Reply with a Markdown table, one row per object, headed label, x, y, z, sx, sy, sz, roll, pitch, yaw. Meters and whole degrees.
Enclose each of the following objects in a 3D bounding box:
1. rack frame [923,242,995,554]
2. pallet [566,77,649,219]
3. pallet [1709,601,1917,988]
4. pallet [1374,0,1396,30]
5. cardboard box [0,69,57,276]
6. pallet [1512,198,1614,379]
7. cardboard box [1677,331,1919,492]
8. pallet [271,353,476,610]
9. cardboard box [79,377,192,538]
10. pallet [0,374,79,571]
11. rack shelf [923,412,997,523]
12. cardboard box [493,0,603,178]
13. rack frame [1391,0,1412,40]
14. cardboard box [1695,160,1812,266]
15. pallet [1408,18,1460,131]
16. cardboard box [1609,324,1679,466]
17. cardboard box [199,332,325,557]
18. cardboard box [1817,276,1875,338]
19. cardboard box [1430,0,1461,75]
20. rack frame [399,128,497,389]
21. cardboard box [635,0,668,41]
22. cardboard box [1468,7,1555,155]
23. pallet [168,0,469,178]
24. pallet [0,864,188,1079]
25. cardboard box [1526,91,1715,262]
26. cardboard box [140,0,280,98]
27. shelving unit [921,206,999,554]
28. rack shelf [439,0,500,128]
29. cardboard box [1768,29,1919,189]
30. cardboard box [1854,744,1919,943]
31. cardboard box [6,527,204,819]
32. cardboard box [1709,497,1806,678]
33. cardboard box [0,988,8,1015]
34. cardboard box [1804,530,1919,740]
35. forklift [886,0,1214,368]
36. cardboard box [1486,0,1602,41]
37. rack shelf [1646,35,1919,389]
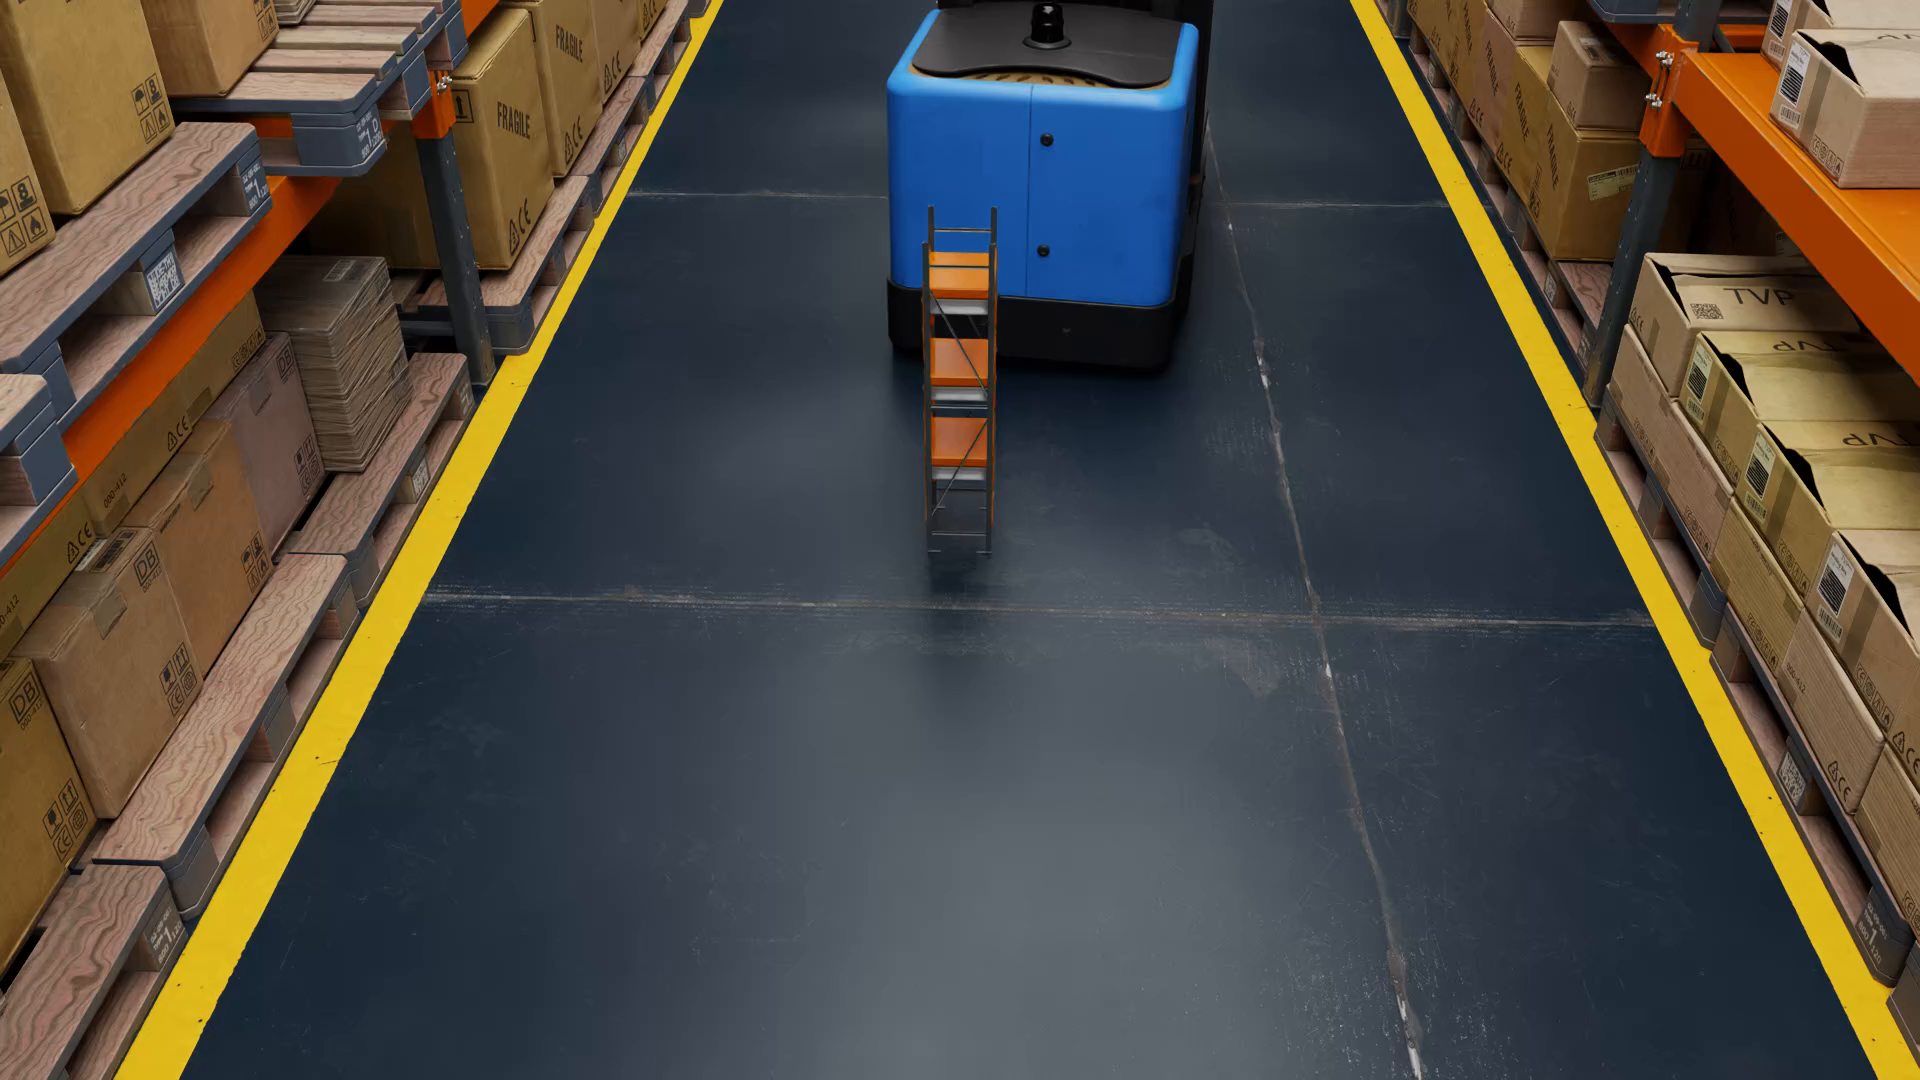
| label | x | y | z | sx | sy | sz | roll | pitch | yaw |
| --- | --- | --- | --- | --- | --- | --- | --- | --- | --- |
| rack frame | -0.003 | -0.390 | 4.892 | 0.200 | 1.050 | 0.008 | 1 | 35 | 2 |
| pallet | -2.051 | -1.832 | 7.674 | 1.003 | 0.211 | 1.213 | 1 | 35 | 2 |
| pallet | 2.616 | 0.601 | 4.211 | 1.003 | 0.211 | 1.213 | 1 | 35 | 2 |
| pallet | 2.929 | -3.262 | 9.709 | 1.003 | 0.211 | 1.213 | 1 | 35 | 2 |
| cardboard box | -2.291 | -0.737 | 3.221 | 0.700 | 0.500 | 0.500 | 6 | 36 | 8 |
| pallet | 2.808 | -0.998 | 6.486 | 1.003 | 0.211 | 1.213 | 1 | 35 | 2 |
| cardboard box | 2.413 | -0.391 | 4.736 | 0.500 | 0.311 | 0.500 | 1 | 35 | 1 |
| pallet | -2.243 | -0.233 | 5.398 | 1.003 | 0.211 | 1.213 | 1 | 35 | 2 |
| cardboard box | -2.288 | -0.251 | 4.137 | 0.500 | 0.250 | 0.500 | 1 | 35 | 2 |
| pallet | -2.194 | 0.118 | 2.640 | 1.003 | 0.211 | 1.213 | 1 | 35 | 2 |
| rack shelf | 0.002 | -0.224 | 5.158 | 0.215 | 0.259 | 0.240 | 1 | 35 | 2 |
| cardboard box | -2.008 | -2.038 | 7.045 | 0.750 | 0.750 | 0.750 | 1 | 35 | 2 |
| rack frame | 2.901 | -4.009 | 8.345 | 1.000 | 3.000 | 0.127 | 1 | 35 | 2 |
| cardboard box | 3.044 | -1.123 | 6.030 | 0.500 | 0.500 | 0.500 | 3 | 35 | 4 |
| pallet | 2.906 | -2.400 | 8.481 | 1.003 | 0.211 | 1.213 | 1 | 35 | 2 |
| cardboard box | 2.426 | -0.463 | 5.327 | 0.500 | 0.250 | 0.500 | 1 | 35 | 2 |
| cardboard box | -2.324 | -0.272 | 4.820 | 0.700 | 0.500 | 0.500 | 1 | 35 | 2 |
| cardboard box | 2.965 | -0.680 | 5.148 | 0.500 | 0.311 | 0.500 | 2 | 35 | 3 |
| cardboard box | 2.627 | -2.587 | 8.114 | 0.500 | 0.500 | 0.500 | 2 | 35 | 3 |
| rack frame | -2.210 | -1.823 | 5.235 | 1.000 | 3.000 | 0.127 | 1 | 35 | 2 |
| cardboard box | -1.945 | -3.037 | 8.467 | 0.750 | 0.750 | 0.750 | 2 | 35 | 2 |
| cardboard box | 2.579 | -2.010 | 7.292 | 0.500 | 0.500 | 0.500 | 0 | 35 | 0 |
| pallet | -2.132 | -1.333 | 4.704 | 1.213 | 0.211 | 1.003 | 1 | 35 | 2 |
| pallet | -2.341 | 1.169 | 3.404 | 1.003 | 0.211 | 1.213 | 1 | 35 | 2 |
| cardboard box | 2.543 | -1.411 | 6.440 | 0.500 | 0.500 | 0.500 | 3 | 35 | 4 |
| cardboard box | -2.214 | -1.452 | 4.238 | 0.700 | 0.500 | 0.500 | -2 | 35 | -3 |
| shelving unit | 0.002 | -0.460 | 4.992 | 0.215 | 1.050 | 0.252 | 1 | 35 | 2 |
| rack shelf | -2.129 | -2.678 | 7.077 | 1.077 | 0.370 | 4.000 | 1 | 35 | 2 |
| cardboard box | 2.511 | -1.165 | 4.376 | 0.500 | 0.311 | 0.500 | 1 | 35 | 1 |
| cardboard box | 2.349 | 0.711 | 3.656 | 0.500 | 0.250 | 0.500 | 2 | 35 | 3 |
| cardboard box | -2.326 | 0.304 | 4.000 | 0.700 | 0.500 | 0.500 | 2 | 35 | 2 |
| cardboard box | 2.391 | 0.124 | 4.491 | 0.500 | 0.250 | 0.500 | 0 | 35 | 1 |
| cardboard box | -2.358 | 0.895 | 3.160 | 0.700 | 0.500 | 0.500 | 2 | 35 | 3 |
| cardboard box | 2.370 | 0.197 | 3.899 | 0.500 | 0.311 | 0.500 | 1 | 35 | 1 |
| forklift | 0.498 | -2.662 | 6.489 | 1.130 | 2.935 | 3.031 | 6 | 36 | 8 |
| cardboard box | 2.578 | -2.338 | 7.107 | 0.500 | 0.250 | 0.500 | 1 | 35 | 1 |
| rack shelf | 2.660 | -0.267 | 3.647 | 1.077 | 0.370 | 4.000 | 1 | 35 | 2 |
